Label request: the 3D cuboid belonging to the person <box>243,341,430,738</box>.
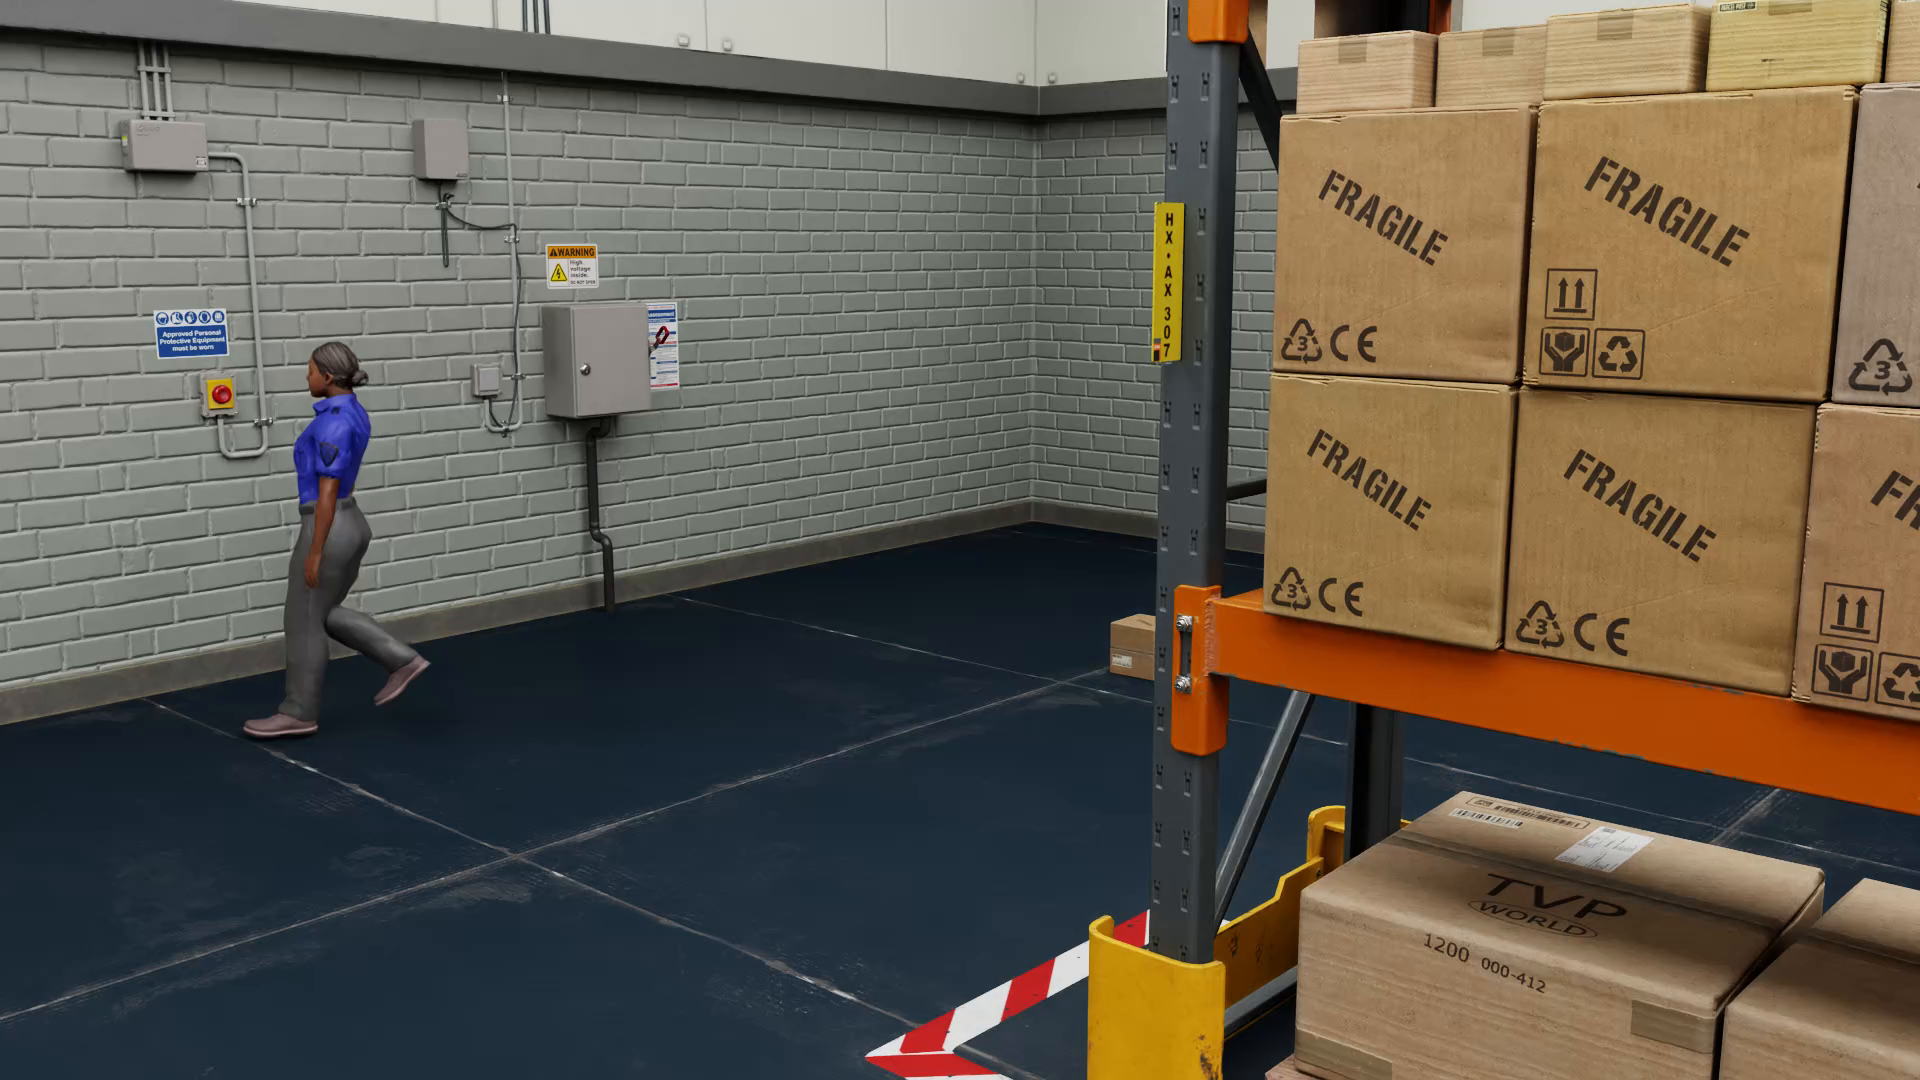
[{"bbox_3d":[-2.645,-0.010,6.945,0.732,1.632,0.461,-1,10,-6],"label":"person"}]
